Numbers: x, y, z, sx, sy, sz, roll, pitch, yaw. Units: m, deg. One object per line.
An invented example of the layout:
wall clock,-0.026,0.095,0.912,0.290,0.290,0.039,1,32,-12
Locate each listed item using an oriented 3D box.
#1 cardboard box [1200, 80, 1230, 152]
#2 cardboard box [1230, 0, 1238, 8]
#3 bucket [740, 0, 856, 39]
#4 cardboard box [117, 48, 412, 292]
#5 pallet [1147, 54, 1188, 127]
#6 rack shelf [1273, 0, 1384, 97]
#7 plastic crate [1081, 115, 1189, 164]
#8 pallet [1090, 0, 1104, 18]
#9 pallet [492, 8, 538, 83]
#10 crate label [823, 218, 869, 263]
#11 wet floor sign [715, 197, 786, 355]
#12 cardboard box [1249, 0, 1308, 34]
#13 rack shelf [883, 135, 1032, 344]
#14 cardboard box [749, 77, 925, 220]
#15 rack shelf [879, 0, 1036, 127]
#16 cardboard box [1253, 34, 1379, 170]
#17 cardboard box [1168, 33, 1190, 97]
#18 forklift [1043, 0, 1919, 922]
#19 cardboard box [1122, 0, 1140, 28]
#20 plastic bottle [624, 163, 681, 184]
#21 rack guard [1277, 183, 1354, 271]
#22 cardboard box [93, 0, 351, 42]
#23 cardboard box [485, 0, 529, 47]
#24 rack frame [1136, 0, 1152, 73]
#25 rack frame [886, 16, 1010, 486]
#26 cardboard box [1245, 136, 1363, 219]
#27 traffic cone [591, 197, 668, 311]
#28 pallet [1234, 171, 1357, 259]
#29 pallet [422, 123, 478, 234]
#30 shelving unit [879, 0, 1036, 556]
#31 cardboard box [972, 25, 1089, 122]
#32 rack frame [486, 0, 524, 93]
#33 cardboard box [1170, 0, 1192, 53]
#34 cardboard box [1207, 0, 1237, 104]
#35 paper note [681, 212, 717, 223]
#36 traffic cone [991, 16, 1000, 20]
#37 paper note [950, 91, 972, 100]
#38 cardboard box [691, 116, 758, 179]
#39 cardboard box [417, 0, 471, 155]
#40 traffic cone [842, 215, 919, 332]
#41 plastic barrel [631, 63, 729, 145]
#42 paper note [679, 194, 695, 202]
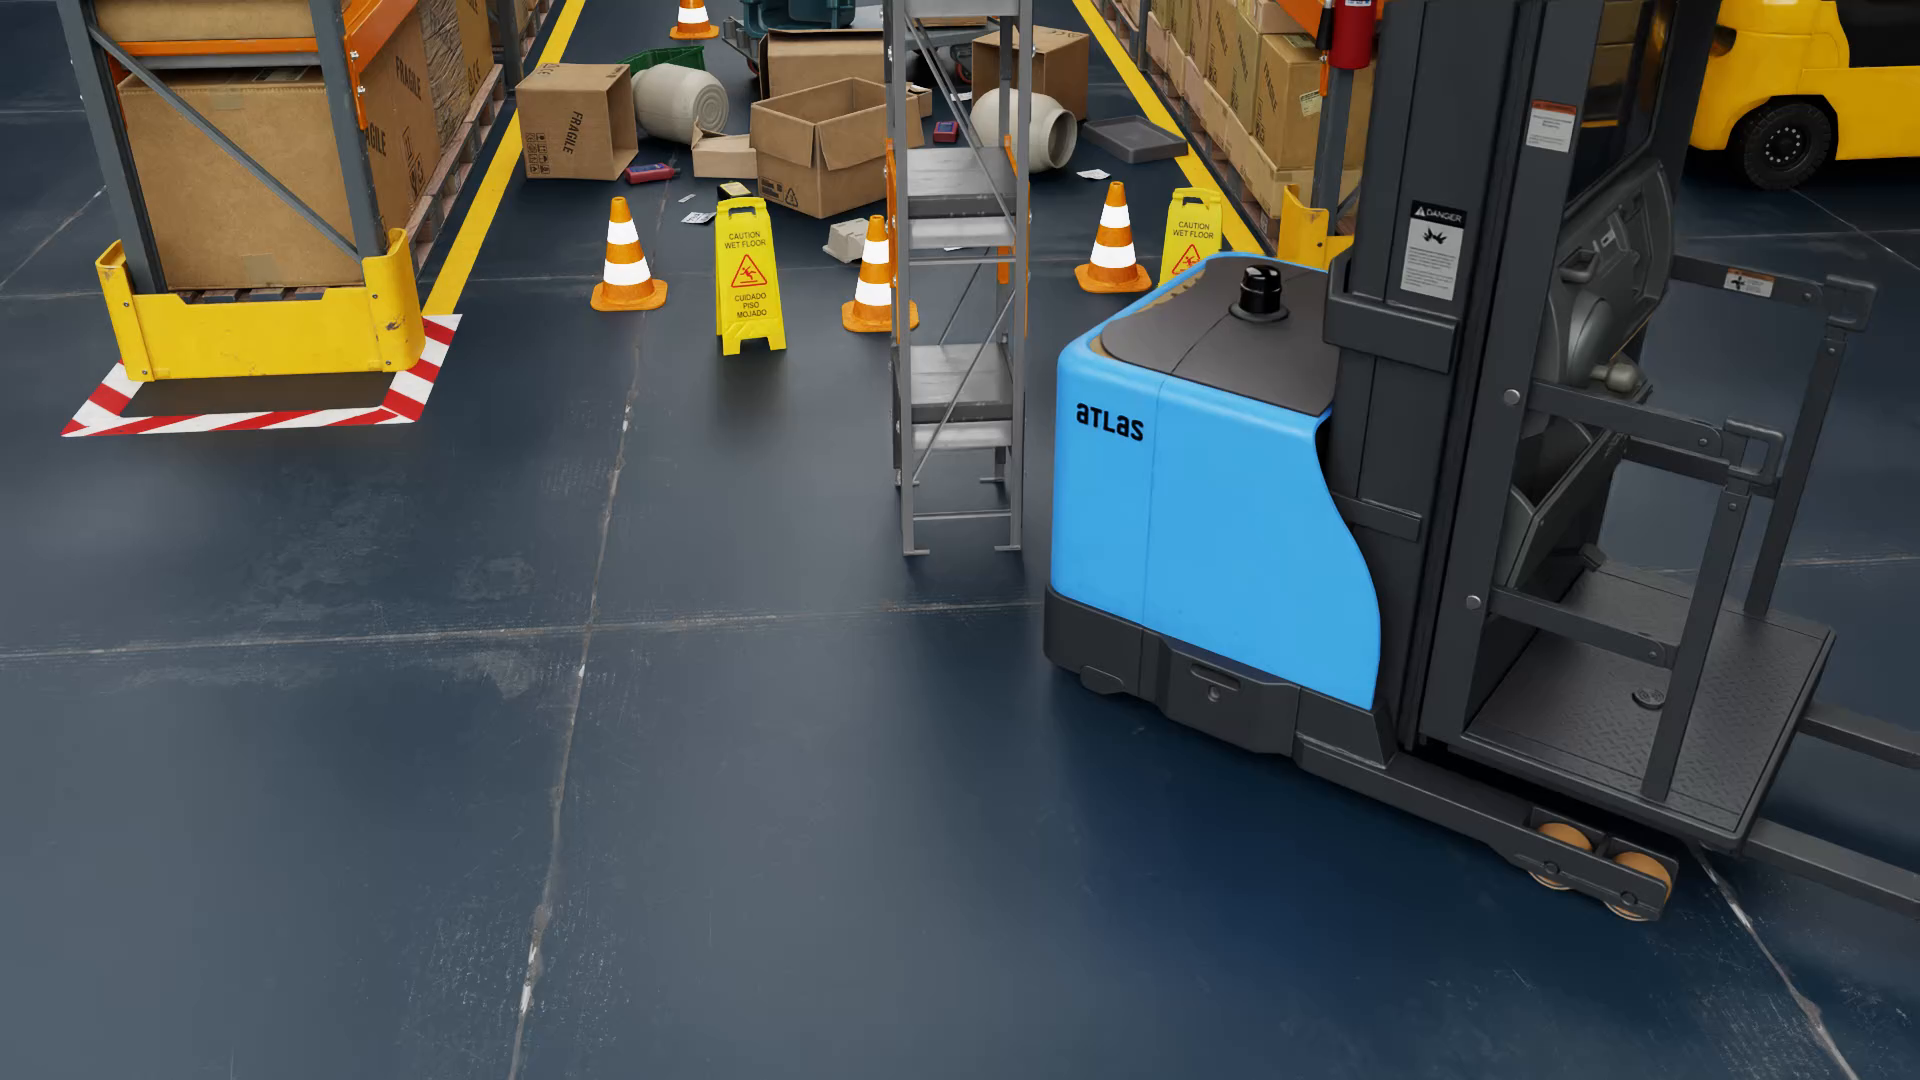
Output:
cardboard box,1.603,-2.285,8.922,0.500,0.250,0.500,-4,31,-6
cardboard box,1.563,-2.798,8.417,0.380,0.149,0.250,-1,31,-2
bucket,-0.943,-3.395,10.219,0.726,0.611,0.620,8,22,13
cardboard box,-3.007,-1.676,7.294,0.875,0.875,0.875,-3,31,-4
pallet,1.766,-2.858,10.328,1.003,0.211,1.213,-3,31,-5
rack shelf,1.855,-3.066,8.659,1.077,0.370,4.000,-3,31,-5
plastic crate,0.998,-2.302,9.525,0.402,0.080,0.583,-14,33,-22
pallet,1.476,-4.221,12.610,1.003,0.211,1.213,-3,31,-5
pallet,-3.398,-3.300,11.070,1.003,0.211,1.213,-3,31,-5
crate label,-0.492,-1.454,8.051,0.250,0.136,0.298,-20,36,-30
wet floor sign,-0.903,-1.134,7.020,0.267,0.644,0.232,-8,32,-13
cardboard box,1.606,-2.535,7.976,0.380,0.149,0.250,-2,31,-3
rack shelf,-0.015,-0.974,5.360,0.431,0.518,0.480,-3,31,-5
cardboard box,-0.643,-2.057,8.704,0.637,0.503,0.797,27,40,37
rack shelf,-0.015,-1.575,5.001,0.431,0.518,0.480,-3,31,-5
cardboard box,1.707,-2.072,7.834,0.500,0.500,0.500,-3,31,-4
cardboard box,1.515,-2.810,9.801,0.500,0.250,0.500,-1,31,-2
forklift,1.748,-0.619,3.927,3.031,2.935,1.130,20,36,30
cardboard box,1.616,-3.716,11.199,0.950,0.372,0.625,-2,31,-4
plastic bottle,-1.666,-1.995,9.030,0.283,0.061,0.133,-14,33,-22
rack guard,2.034,-1.319,7.471,1.175,0.500,0.348,-3,31,-5
cardboard box,-2.957,-2.317,6.557,0.875,0.550,0.550,-3,31,-5
cardboard box,-3.399,-3.634,10.694,1.050,0.750,0.750,-3,31,-5
rack frame,1.668,-4.396,10.184,1.000,3.000,0.127,-3,31,-5
rack frame,-0.038,-1.111,5.562,0.400,2.100,0.015,-3,31,-5
cardboard box,1.696,-1.766,8.053,0.500,0.250,0.500,-3,31,-5
traffic cone,-1.513,-1.315,7.500,0.336,0.463,0.334,-3,31,-5
pallet,1.994,-1.612,8.243,1.003,0.211,1.213,-3,31,-5
pallet,-3.141,-1.894,8.715,1.003,0.211,1.213,-3,31,-5
shelving unit,-0.015,-0.986,5.353,0.431,2.100,0.503,-3,31,-5
cardboard box,0.413,-2.712,9.800,0.500,0.500,0.500,20,36,29
rack frame,-3.251,-4.107,9.701,1.000,3.000,0.127,-3,31,-5
cardboard box,1.516,-3.131,9.607,0.500,0.500,0.500,-2,31,-3
cardboard box,1.615,-2.596,8.712,0.500,0.500,0.500,-3,31,-6
paper note,-1.330,-1.650,8.485,0.144,0.017,0.142,8,32,13
traffic cone,0.158,-3.873,11.783,0.336,0.463,0.334,-3,31,-5
paper note,0.019,-2.769,10.356,0.148,0.019,0.142,-3,31,-5
cardboard box,-1.257,-2.144,9.081,0.396,0.266,0.258,2,31,4
cardboard box,-3.174,-2.591,8.825,0.875,0.875,0.875,-3,31,-4
traffic cone,-0.356,-1.196,7.300,0.336,0.463,0.334,-3,31,-5
plastic barrel,-1.618,-2.495,9.515,0.512,0.421,0.421,20,36,29
paper note,-1.437,-1.799,8.752,0.032,0.001,0.123,13,33,21
